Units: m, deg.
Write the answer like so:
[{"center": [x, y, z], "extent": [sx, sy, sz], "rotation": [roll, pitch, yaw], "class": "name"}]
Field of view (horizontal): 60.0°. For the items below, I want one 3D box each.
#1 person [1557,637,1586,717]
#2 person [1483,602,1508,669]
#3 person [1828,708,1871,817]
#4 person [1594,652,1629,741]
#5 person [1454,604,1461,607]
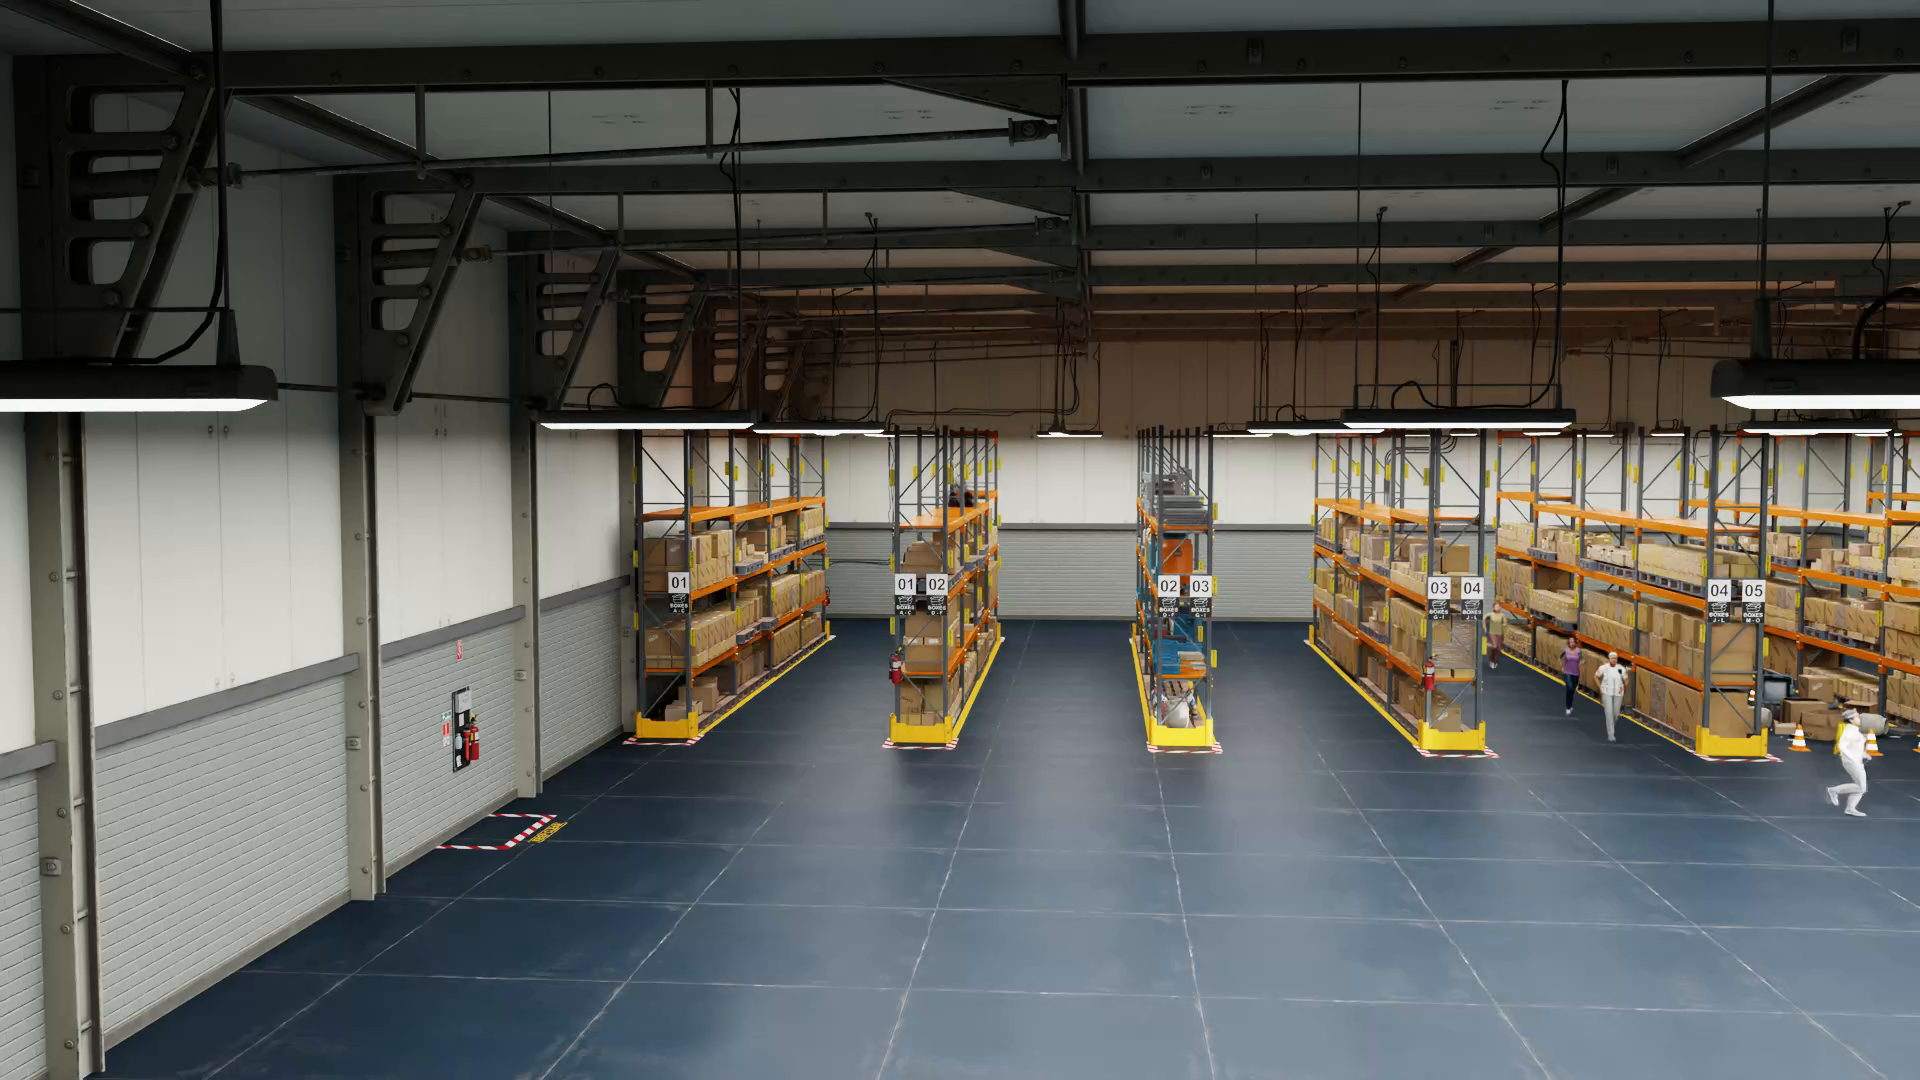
[{"center": [12.773, 2.835, 34.721], "extent": [0.530, 1.637, 0.730], "rotation": [0, 3, 6], "class": "person"}, {"center": [13.401, 2.387, 41.586], "extent": [0.550, 1.666, 0.668], "rotation": [0, 3, 1], "class": "person"}, {"center": [13.578, 3.377, 25.374], "extent": [0.555, 1.657, 0.615], "rotation": [2, 4, 35], "class": "person"}, {"center": [12.541, 2.985, 32.002], "extent": [0.611, 1.677, 0.813], "rotation": [1, 3, 9], "class": "person"}, {"center": [13.544, 2.180, 45.923], "extent": [0.654, 1.577, 0.597], "rotation": [2, 4, 25], "class": "person"}]
